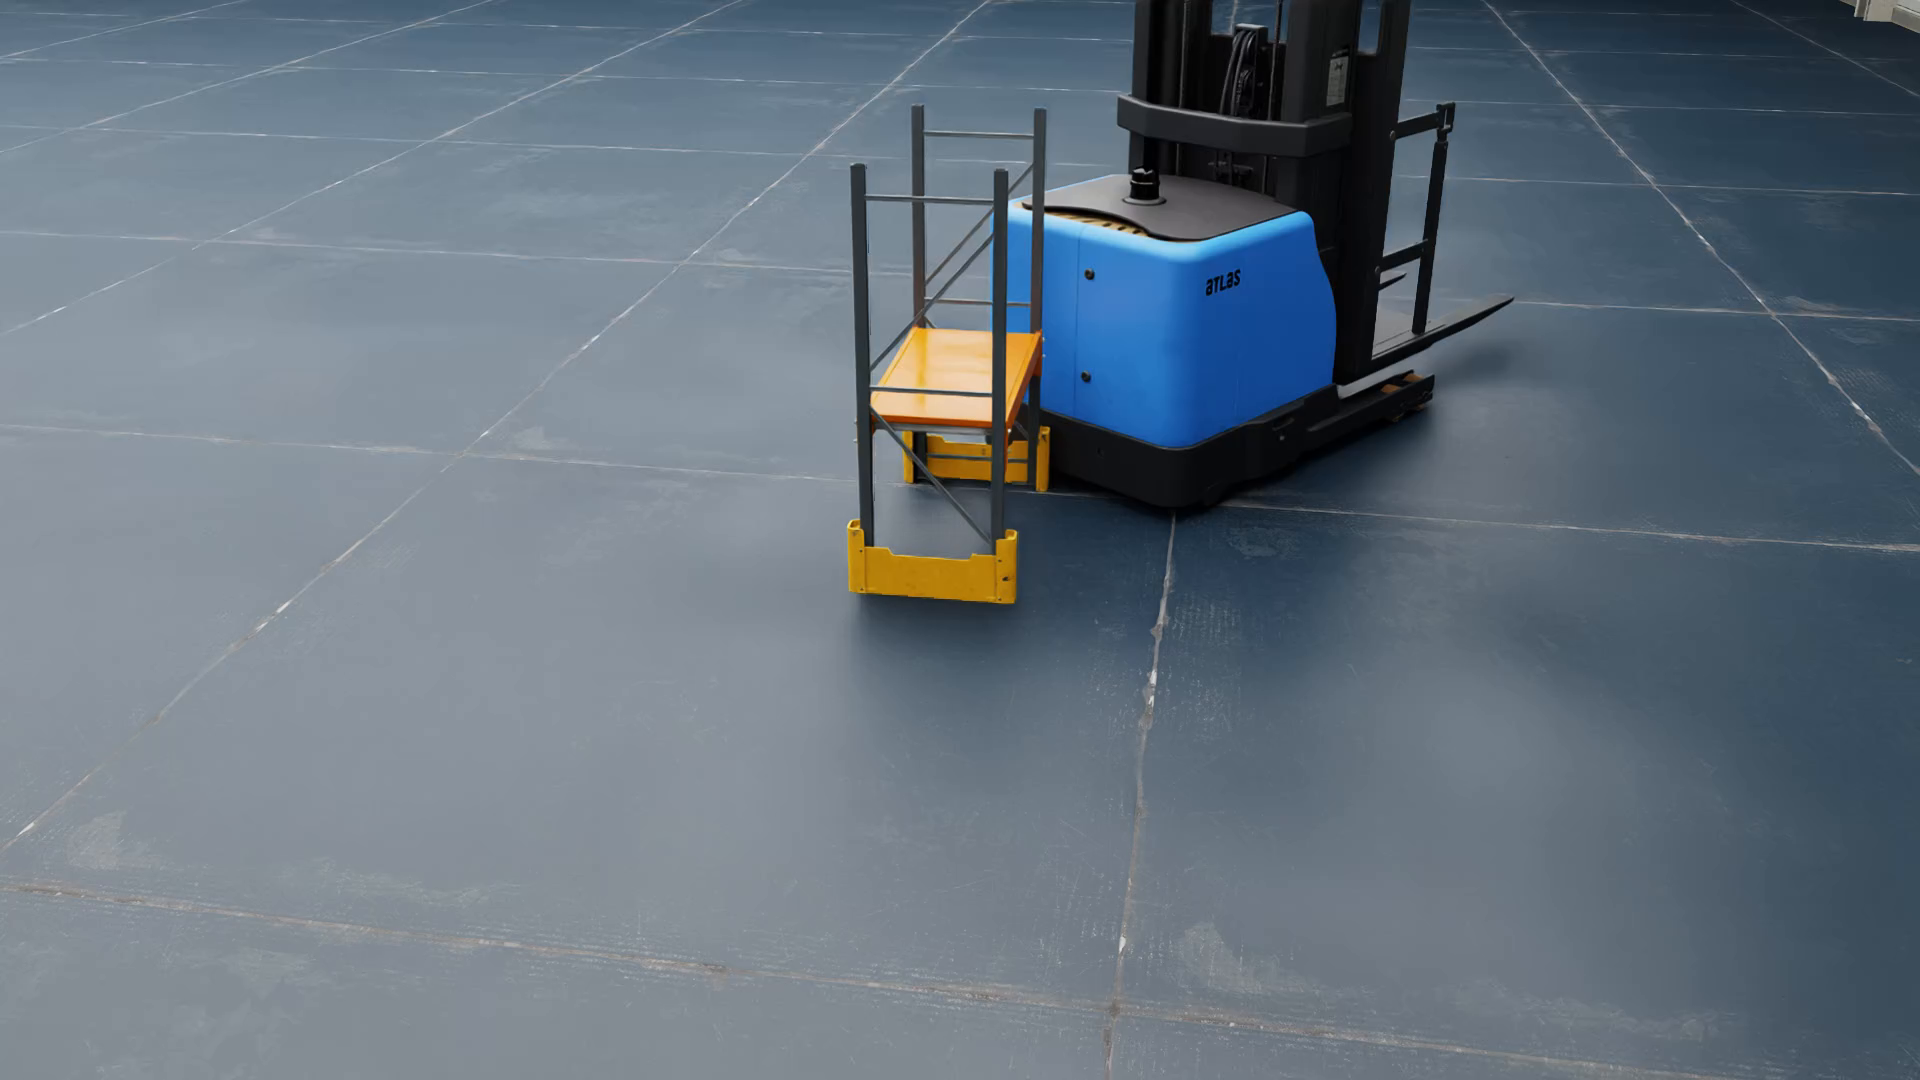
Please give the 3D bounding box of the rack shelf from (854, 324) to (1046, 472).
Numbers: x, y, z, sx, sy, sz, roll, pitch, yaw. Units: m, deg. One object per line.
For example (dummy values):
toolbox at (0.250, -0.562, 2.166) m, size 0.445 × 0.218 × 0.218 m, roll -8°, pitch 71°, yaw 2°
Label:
rack shelf at (-0.014, -0.539, 6.057) m, size 0.538 × 0.185 × 1.000 m, roll 4°, pitch 25°, yaw 8°

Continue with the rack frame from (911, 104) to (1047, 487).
rack frame at (0.068, -0.915, 6.435) m, size 0.500 × 1.500 × 0.032 m, roll 4°, pitch 25°, yaw 8°

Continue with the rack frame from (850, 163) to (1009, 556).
rack frame at (-0.097, -0.489, 5.526) m, size 0.500 × 1.500 × 0.032 m, roll 4°, pitch 25°, yaw 8°

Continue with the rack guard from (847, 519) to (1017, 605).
rack guard at (-0.097, 0.076, 5.793) m, size 0.587 × 0.250 × 0.087 m, roll 4°, pitch 25°, yaw 8°

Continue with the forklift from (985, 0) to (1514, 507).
forklift at (1.490, -1.983, 7.029) m, size 1.130 × 2.935 × 3.031 m, roll 22°, pitch 33°, yaw 39°

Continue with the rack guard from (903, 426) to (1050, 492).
rack guard at (0.065, -0.341, 6.683) m, size 0.587 × 0.250 × 0.087 m, roll 4°, pitch 25°, yaw 8°

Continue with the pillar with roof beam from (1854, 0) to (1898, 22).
pillar with roof beam at (6.144, -10.301, 17.641) m, size 9.100 × 9.000 × 0.400 m, roll 4°, pitch 25°, yaw 9°

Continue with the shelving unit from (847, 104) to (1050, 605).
shelving unit at (-0.016, -0.698, 5.973) m, size 0.587 × 1.500 × 1.083 m, roll 4°, pitch 25°, yaw 8°
